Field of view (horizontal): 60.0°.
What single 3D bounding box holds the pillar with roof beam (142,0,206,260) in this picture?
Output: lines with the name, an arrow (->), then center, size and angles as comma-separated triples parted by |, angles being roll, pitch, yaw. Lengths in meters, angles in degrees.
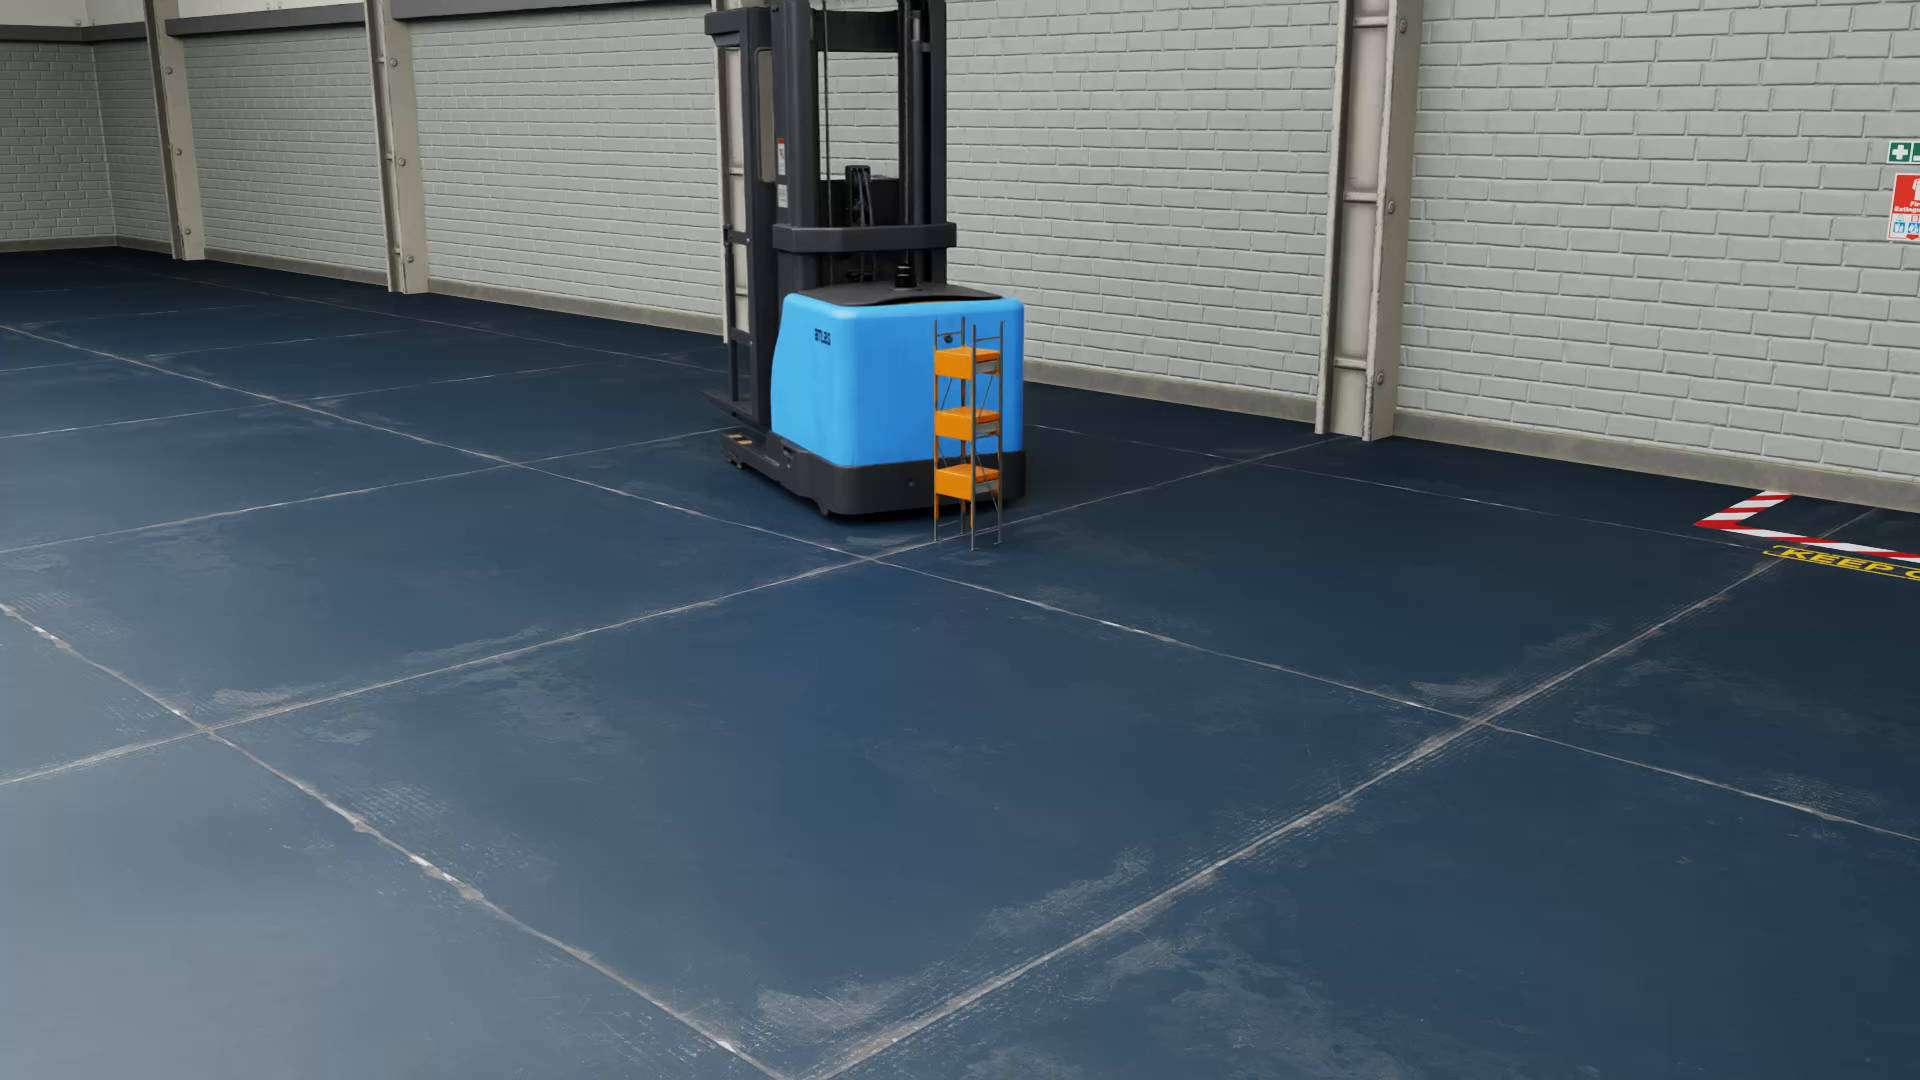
pillar with roof beam -> -13.452, -7.396, 18.468 | 0.400, 9.000, 9.100 | 14, 20, 42

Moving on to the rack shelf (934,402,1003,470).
rack shelf -> 0.039, -0.488, 7.766 | 0.240, 0.259, 0.215 | 14, 20, 42

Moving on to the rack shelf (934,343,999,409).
rack shelf -> 0.039, -0.763, 7.695 | 0.240, 0.259, 0.215 | 14, 20, 42

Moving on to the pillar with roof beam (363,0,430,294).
pillar with roof beam -> -9.133, -6.346, 14.438 | 0.400, 9.000, 9.100 | 14, 20, 42

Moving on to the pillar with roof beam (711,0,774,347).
pillar with roof beam -> -4.813, -5.295, 10.408 | 0.400, 9.000, 9.100 | 14, 20, 42

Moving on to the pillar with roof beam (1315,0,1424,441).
pillar with roof beam -> -0.494, -4.245, 6.378 | 0.400, 9.000, 9.100 | 14, 20, 42

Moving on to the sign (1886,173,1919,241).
sign -> 4.734, -1.646, 8.229 | 0.234, 0.329, 0.001 | 14, 20, 42

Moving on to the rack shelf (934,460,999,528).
rack shelf -> 0.039, -0.219, 7.837 | 0.240, 0.259, 0.215 | 14, 20, 42

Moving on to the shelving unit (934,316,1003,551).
shelving unit -> 0.039, -0.499, 7.764 | 0.252, 1.050, 0.215 | 14, 20, 42

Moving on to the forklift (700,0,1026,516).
forklift -> -0.741, -1.863, 9.271 | 1.130, 2.935, 3.031 | -7, 16, -24

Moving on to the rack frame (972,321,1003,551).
rack frame -> 0.126, -0.477, 7.682 | 0.008, 1.050, 0.200 | 14, 20, 42

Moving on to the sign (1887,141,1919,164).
sign -> 4.731, -1.900, 8.153 | 0.331, 0.109, 0.001 | 14, 20, 42

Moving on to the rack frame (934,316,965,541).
rack frame -> -0.049, -0.520, 7.846 | 0.008, 1.050, 0.200 | 14, 20, 42
